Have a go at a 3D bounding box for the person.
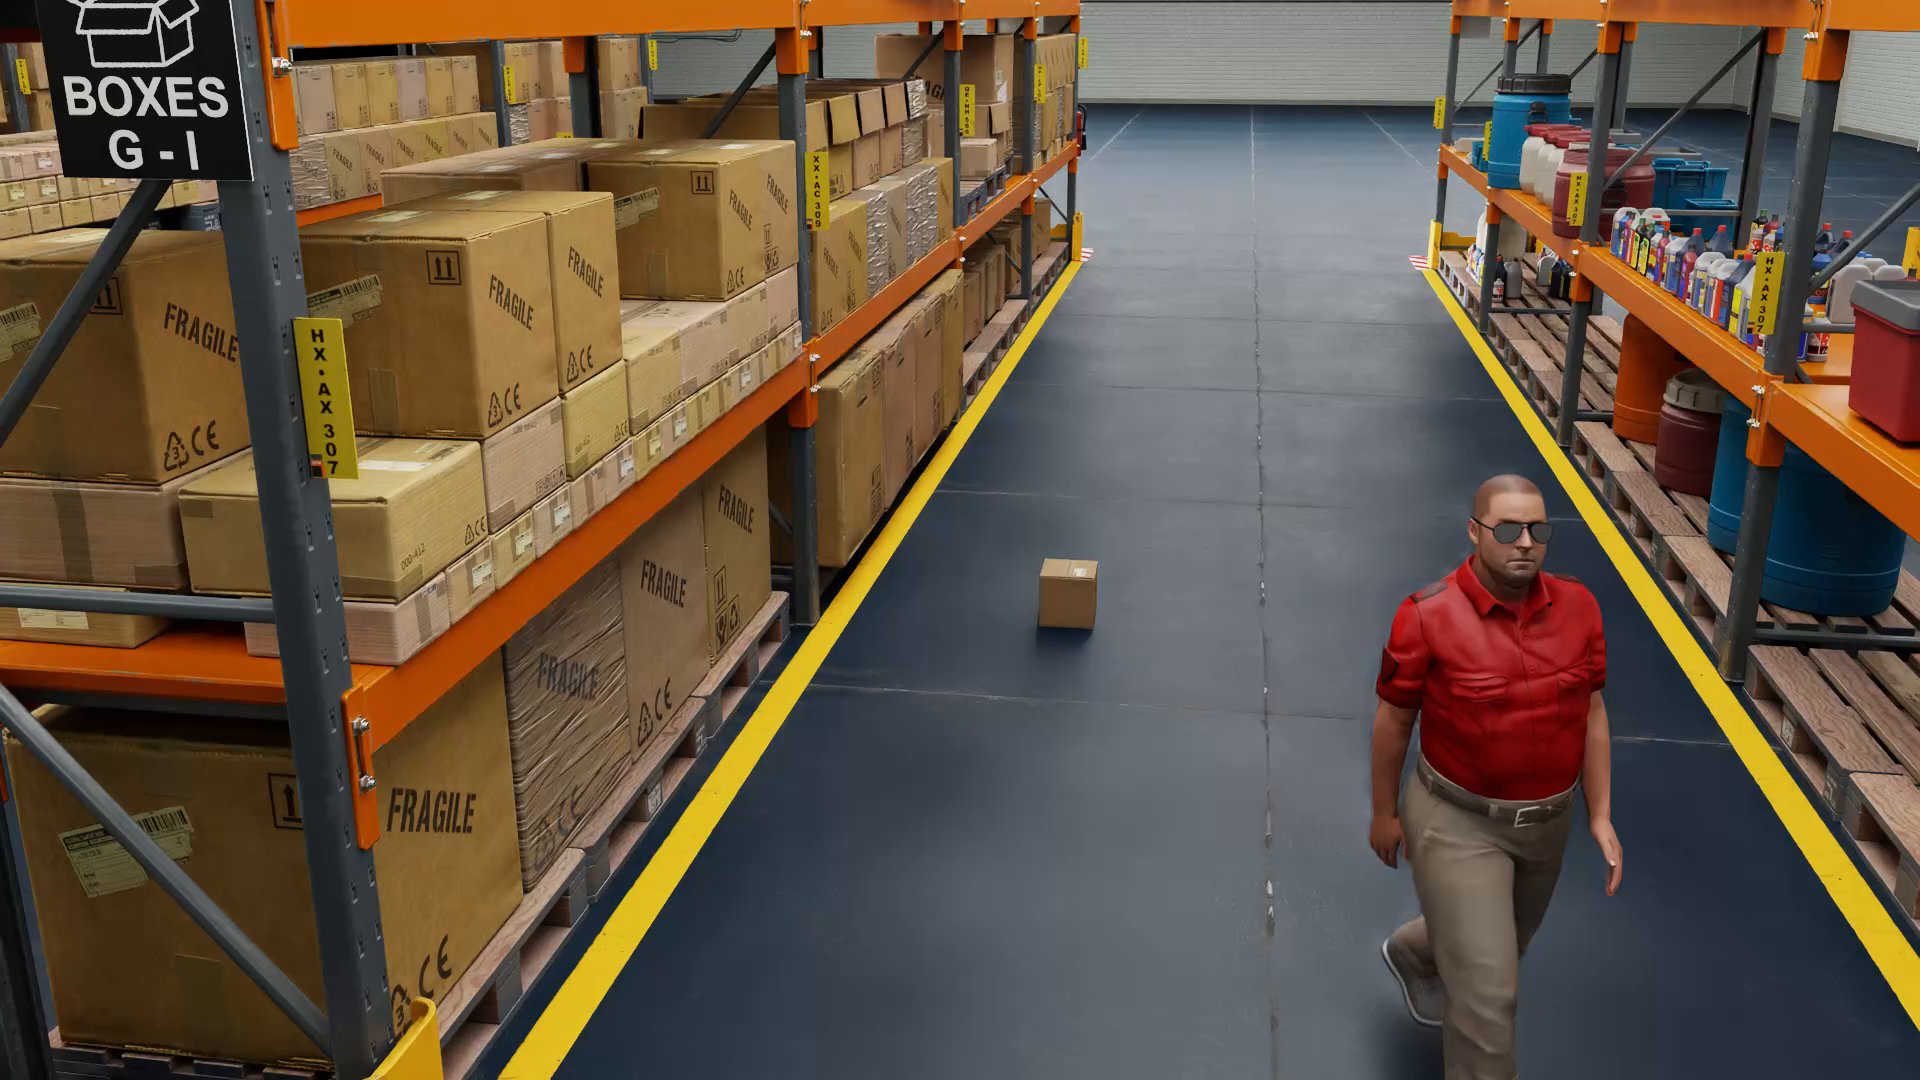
[{"bbox_3d":[1.279,0.662,4.005,0.532,1.677,1.015,-5,18,-15],"label":"person"}]
